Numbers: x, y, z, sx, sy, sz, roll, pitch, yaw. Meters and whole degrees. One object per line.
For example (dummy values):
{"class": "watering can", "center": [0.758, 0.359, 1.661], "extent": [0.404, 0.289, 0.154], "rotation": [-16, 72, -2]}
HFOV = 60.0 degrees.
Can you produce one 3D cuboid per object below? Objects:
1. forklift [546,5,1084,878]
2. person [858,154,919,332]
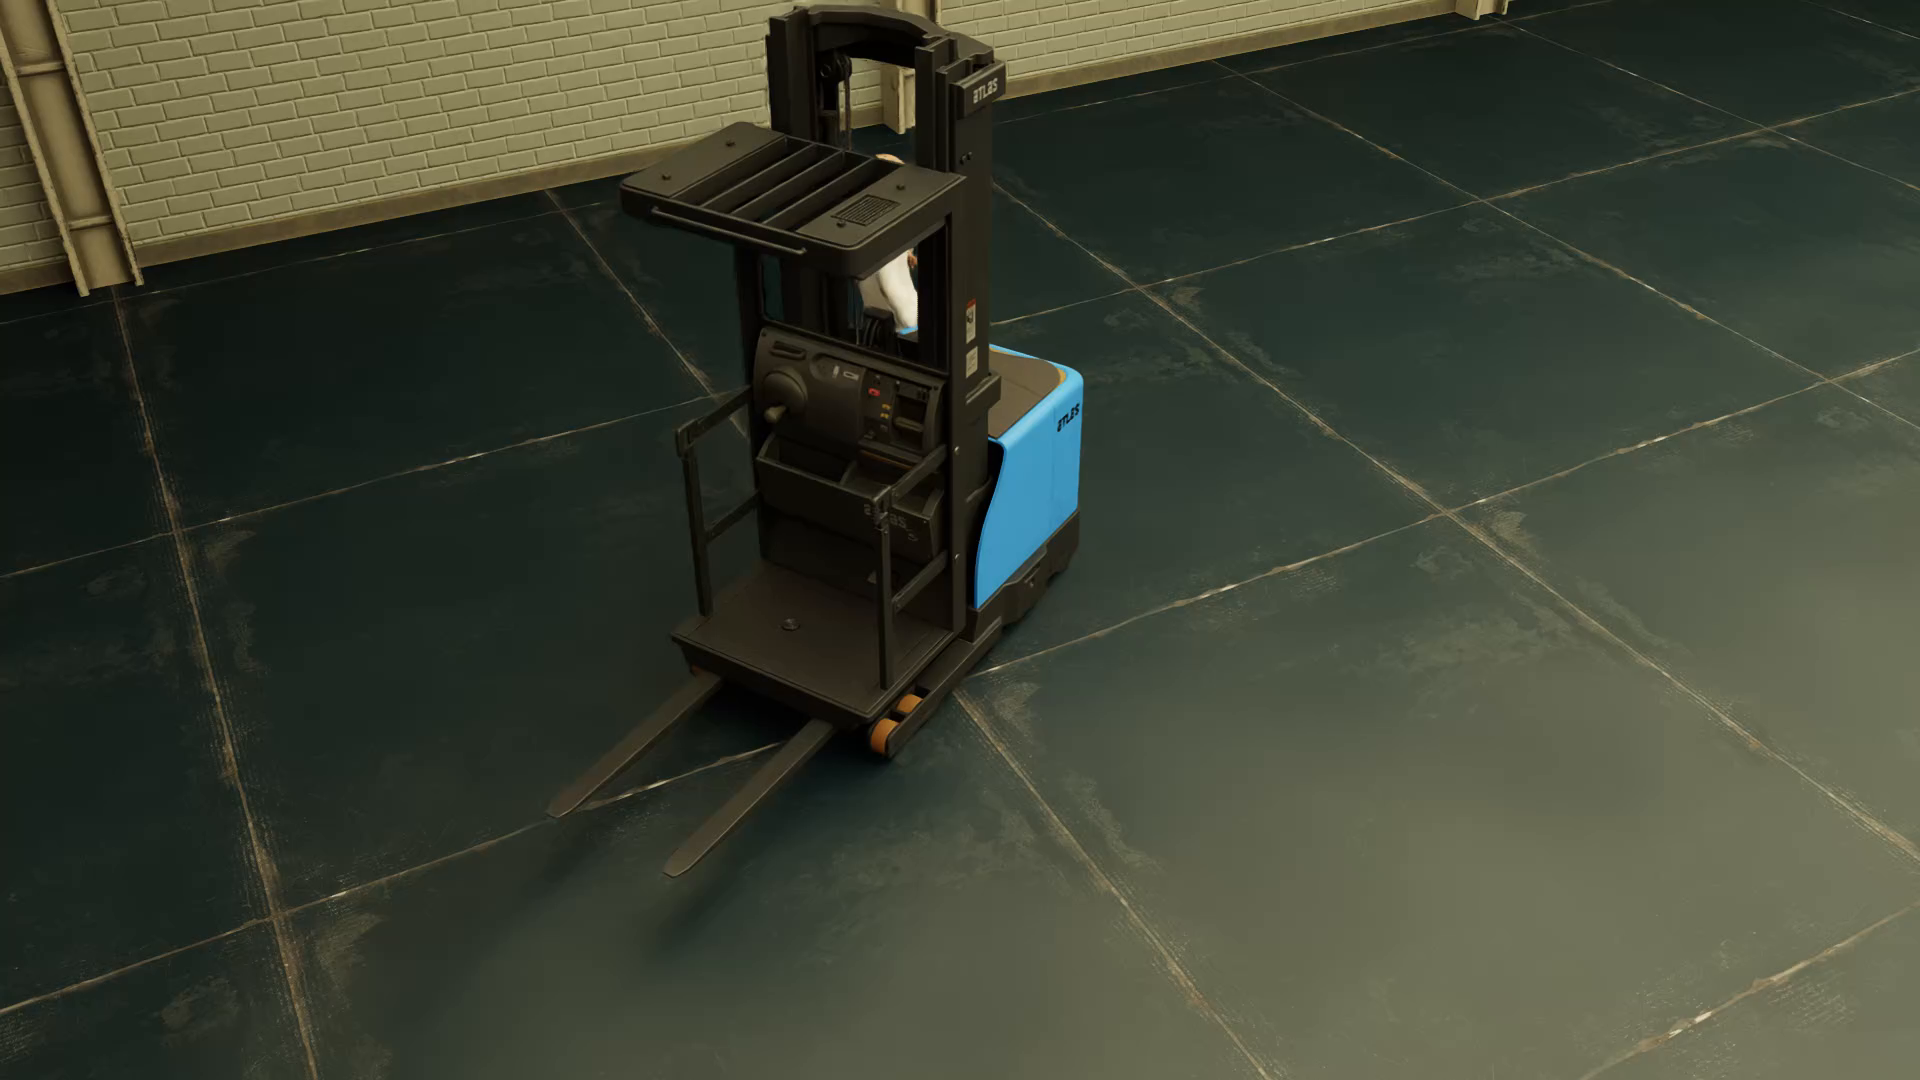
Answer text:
{"class": "forklift", "center": [-0.595, -0.554, 6.906], "extent": [1.130, 2.935, 3.031], "rotation": [20, 40, 25]}
{"class": "person", "center": [-0.380, -1.339, 9.169], "extent": [0.714, 1.645, 1.003], "rotation": [-9, 36, -13]}
